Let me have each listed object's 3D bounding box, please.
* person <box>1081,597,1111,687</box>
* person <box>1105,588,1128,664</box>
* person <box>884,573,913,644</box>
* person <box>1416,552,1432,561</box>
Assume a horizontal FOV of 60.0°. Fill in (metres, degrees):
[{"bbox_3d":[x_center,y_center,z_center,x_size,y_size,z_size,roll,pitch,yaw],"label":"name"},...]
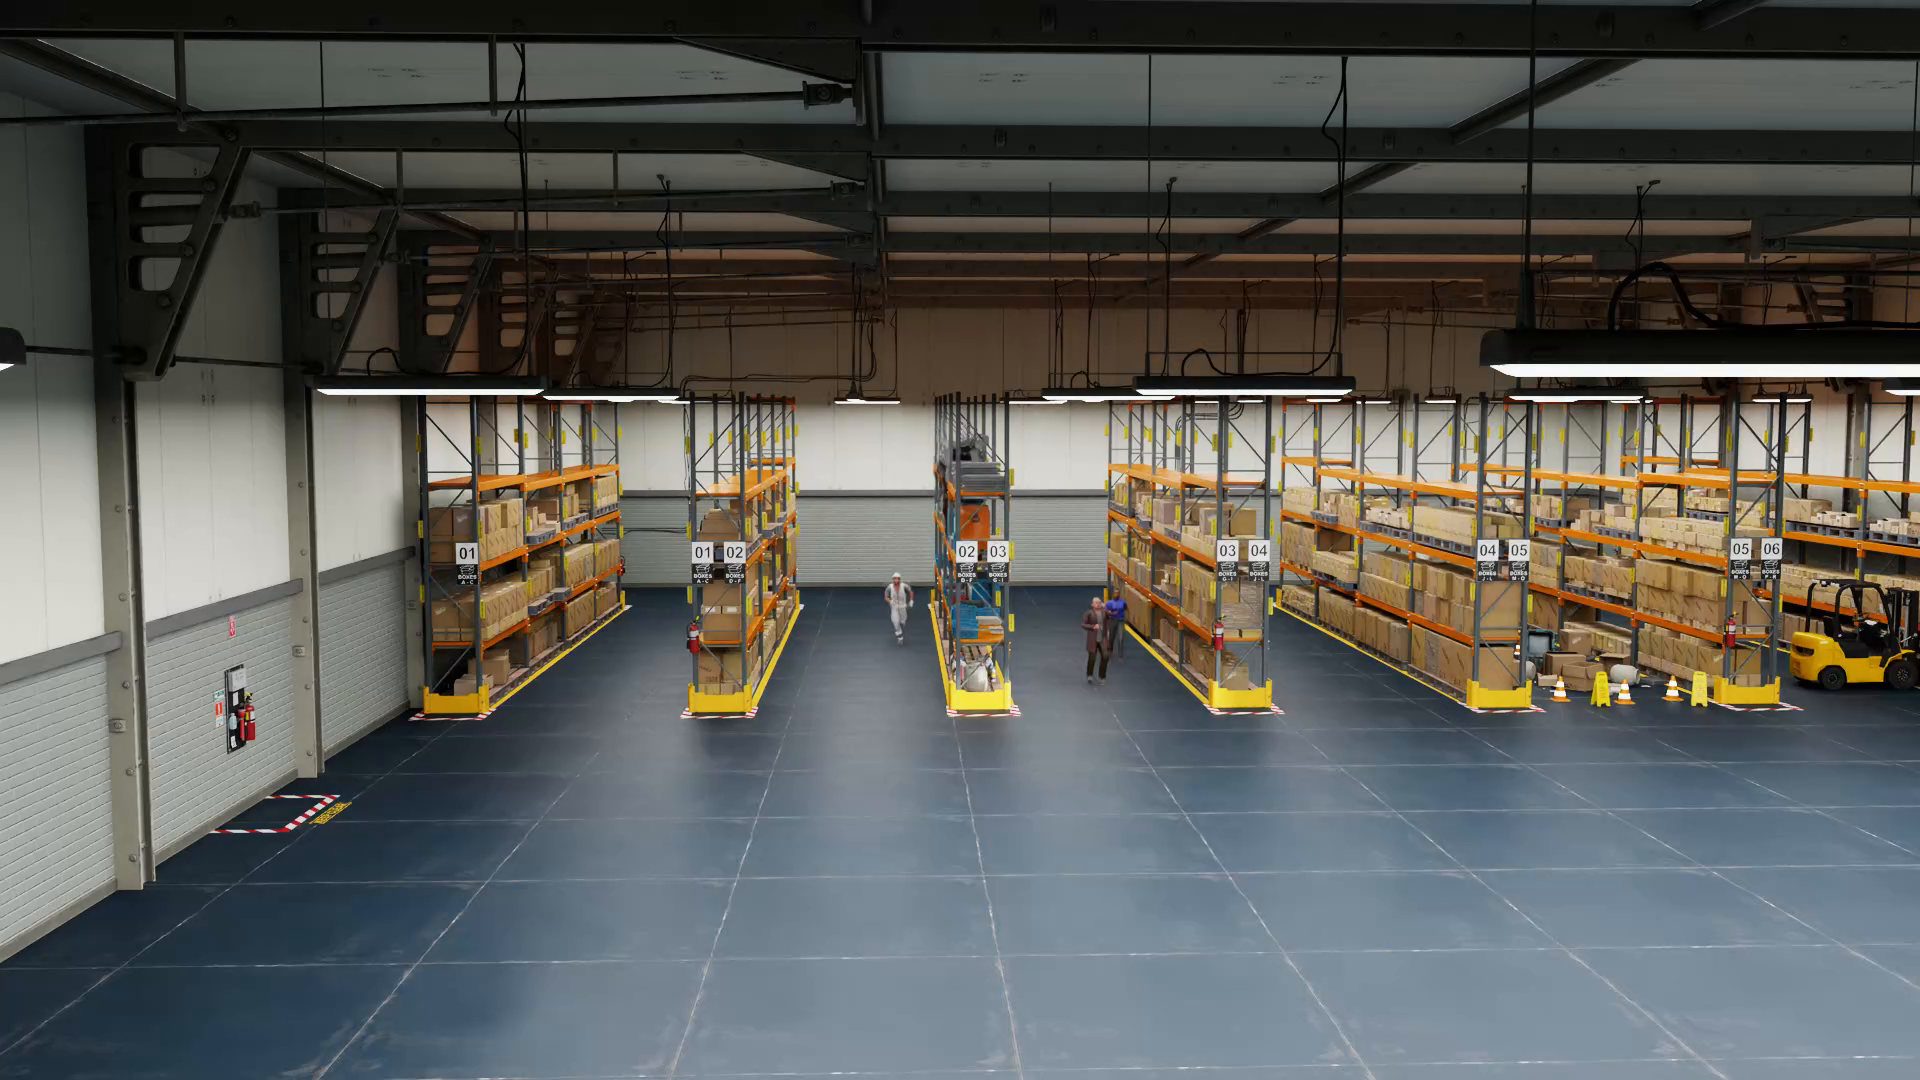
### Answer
[{"bbox_3d":[2.806,2.101,34.218,0.709,1.856,0.839,-1,5,-13],"label":"person"},{"bbox_3d":[3.502,1.897,37.197,0.575,1.645,0.938,0,5,-2],"label":"person"},{"bbox_3d":[-1.471,1.656,40.141,0.707,1.730,0.678,0,5,-4],"label":"person"},{"bbox_3d":[13.970,0.791,50.465,0.890,1.796,0.640,-1,5,-18],"label":"person"}]
